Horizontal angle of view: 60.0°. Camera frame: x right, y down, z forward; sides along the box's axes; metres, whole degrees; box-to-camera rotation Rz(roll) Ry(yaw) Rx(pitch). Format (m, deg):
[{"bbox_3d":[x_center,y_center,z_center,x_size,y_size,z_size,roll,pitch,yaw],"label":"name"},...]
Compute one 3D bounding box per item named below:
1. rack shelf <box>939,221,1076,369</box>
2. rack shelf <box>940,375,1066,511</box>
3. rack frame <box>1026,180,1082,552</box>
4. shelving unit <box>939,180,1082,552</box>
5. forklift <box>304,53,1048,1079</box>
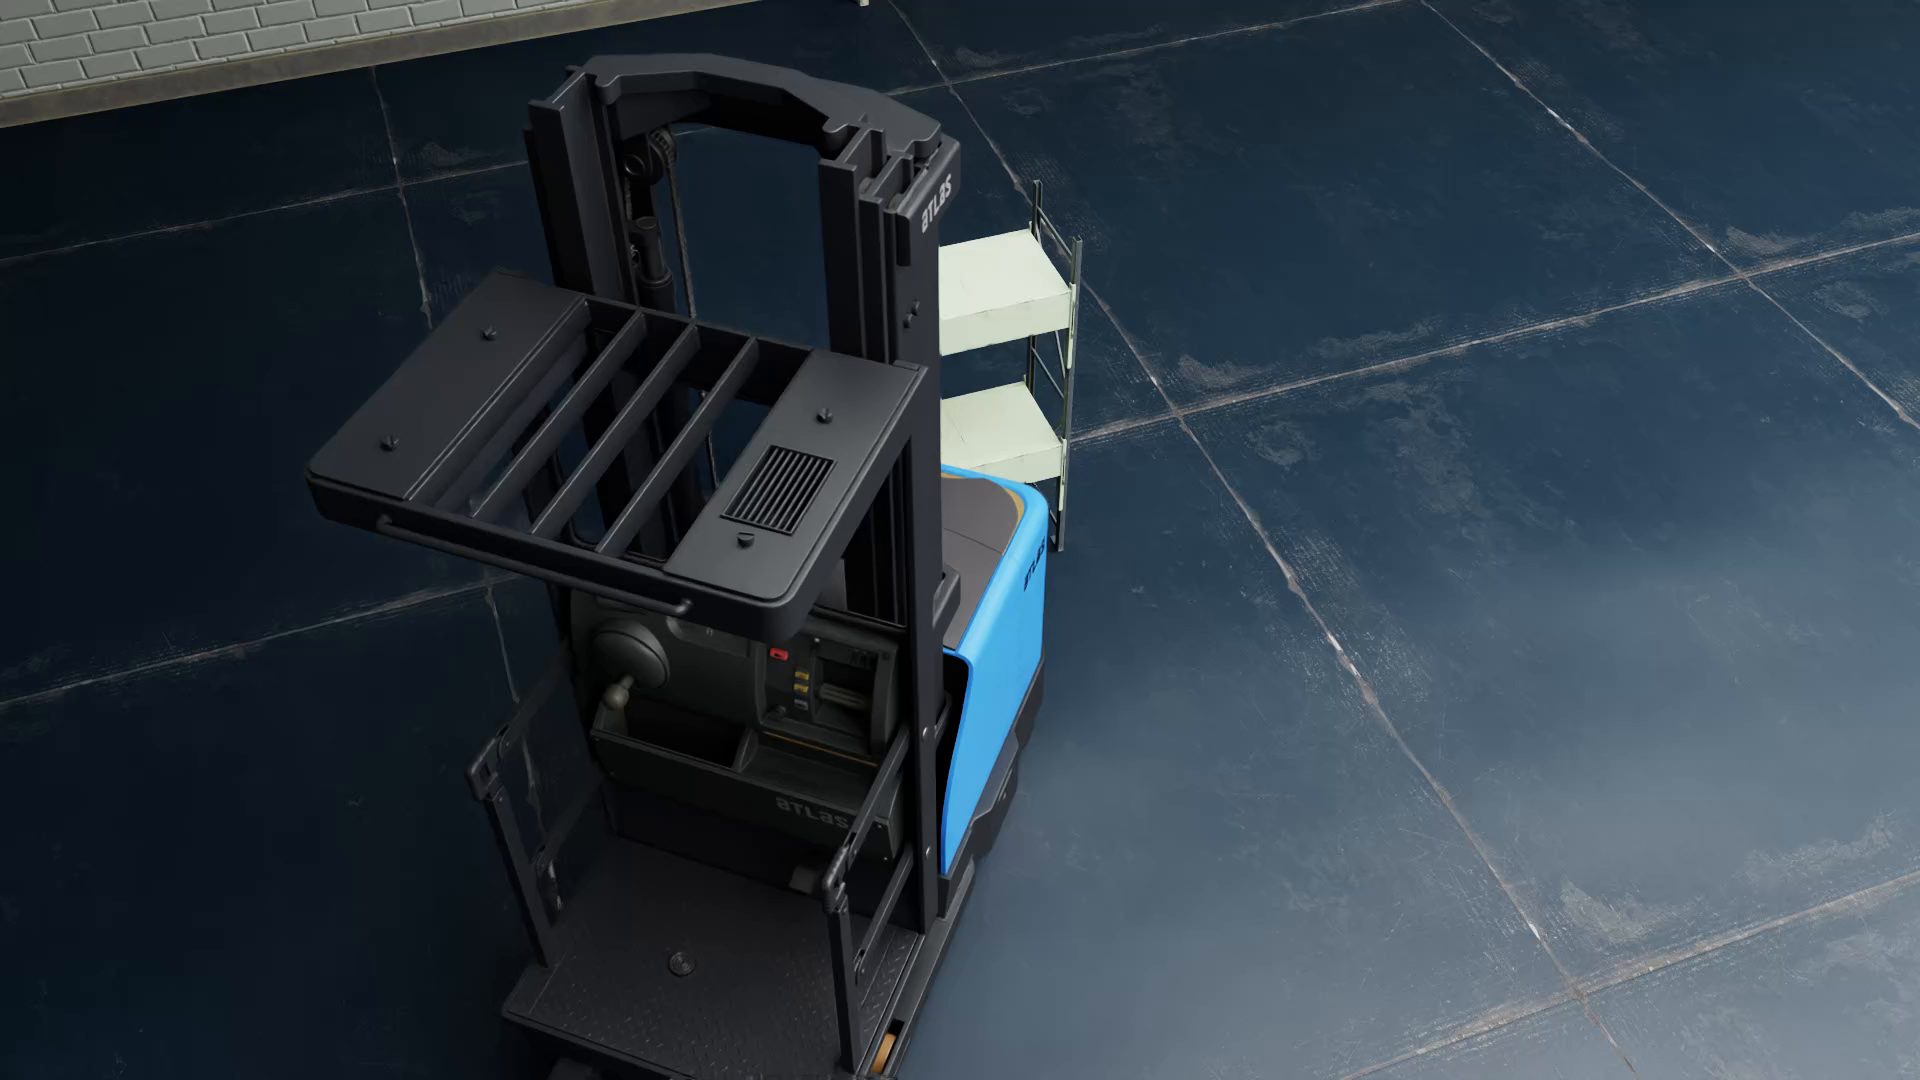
[{"bbox_3d":[-0.006,-0.803,5.941,0.720,0.370,0.431,-14,47,-14],"label":"rack shelf"},{"bbox_3d":[-0.006,-0.298,6.448,0.720,0.370,0.431,-14,47,-14],"label":"rack shelf"},{"bbox_3d":[0.338,-0.616,6.305,0.023,1.500,0.400,-14,47,-14],"label":"rack frame"},{"bbox_3d":[-0.006,-0.528,6.217,0.755,1.500,0.431,-14,47,-14],"label":"shelving unit"},{"bbox_3d":[-0.681,0.420,4.262,1.130,2.935,3.031,15,47,14],"label":"forklift"}]
